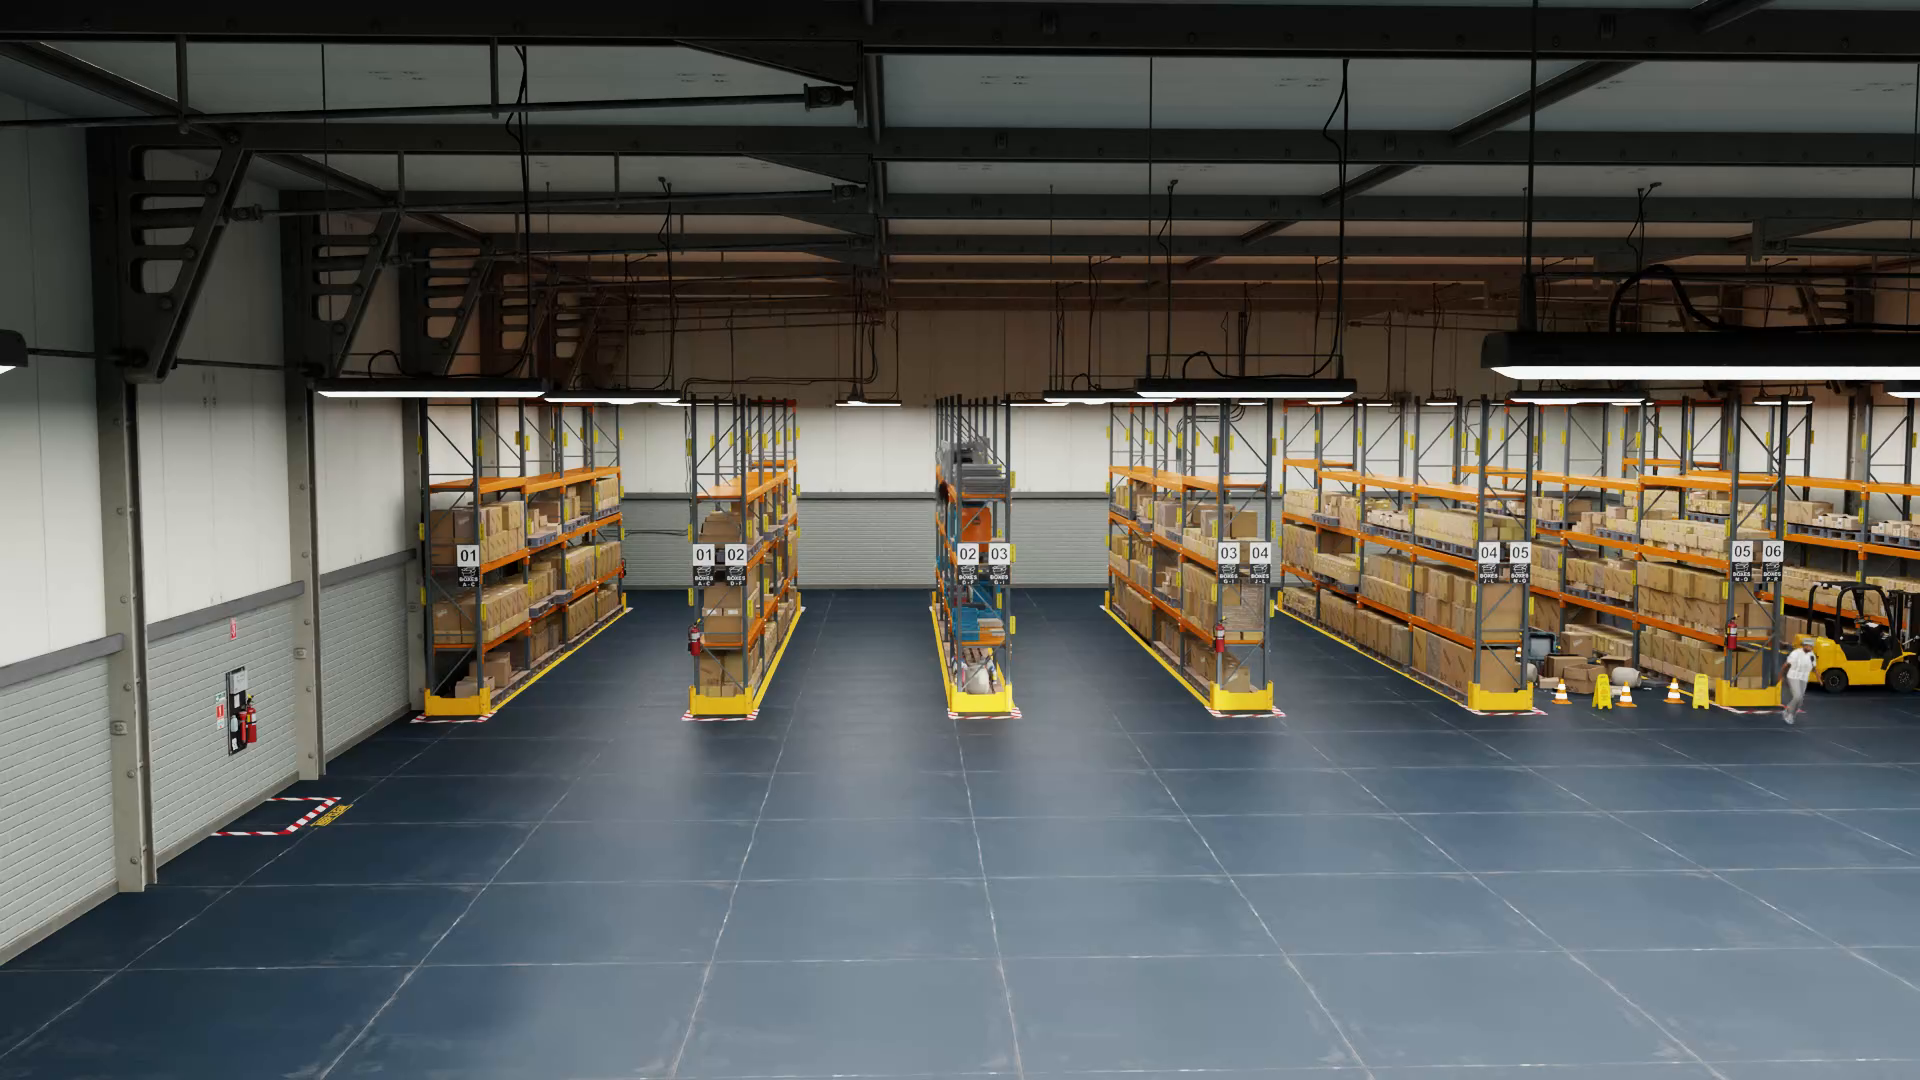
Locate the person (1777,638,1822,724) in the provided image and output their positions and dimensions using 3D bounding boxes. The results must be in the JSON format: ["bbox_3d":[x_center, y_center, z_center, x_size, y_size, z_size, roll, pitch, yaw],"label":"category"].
[{"bbox_3d":[15.197,2.549,30.090,0.555,1.610,0.728,-1,5,-11],"label":"person"}]

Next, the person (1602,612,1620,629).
[{"bbox_3d":[16.883,1.516,43.234,0.495,1.661,0.751,-1,5,-17],"label":"person"}]
